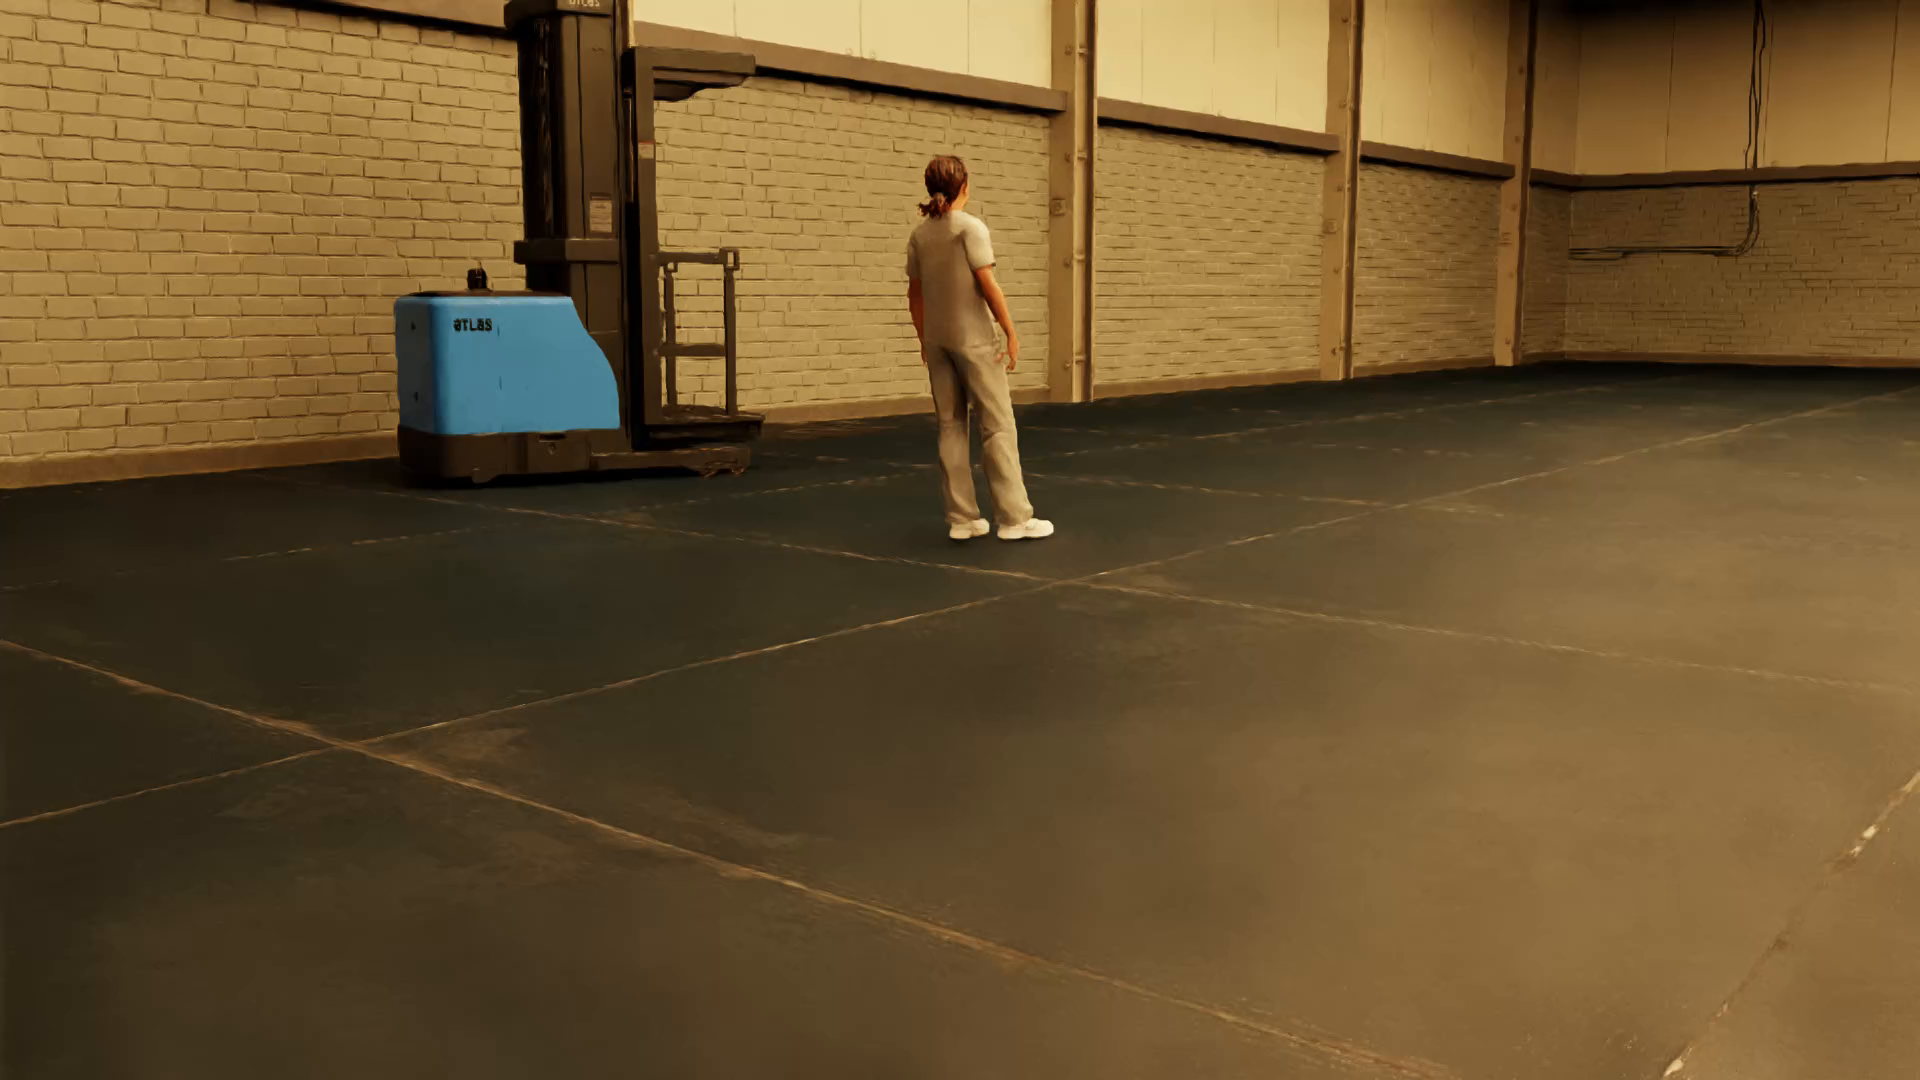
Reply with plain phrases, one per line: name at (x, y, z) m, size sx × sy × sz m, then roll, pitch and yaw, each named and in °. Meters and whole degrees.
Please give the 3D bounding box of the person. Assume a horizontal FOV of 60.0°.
person at (0.057, -0.839, 7.332) m, size 0.550 × 1.664 × 0.548 m, roll 7°, pitch 11°, yaw 38°

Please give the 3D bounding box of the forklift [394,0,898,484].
forklift at (-1.874, -1.900, 10.268) m, size 3.031 × 2.935 × 1.130 m, roll -5°, pitch 10°, yaw -31°
